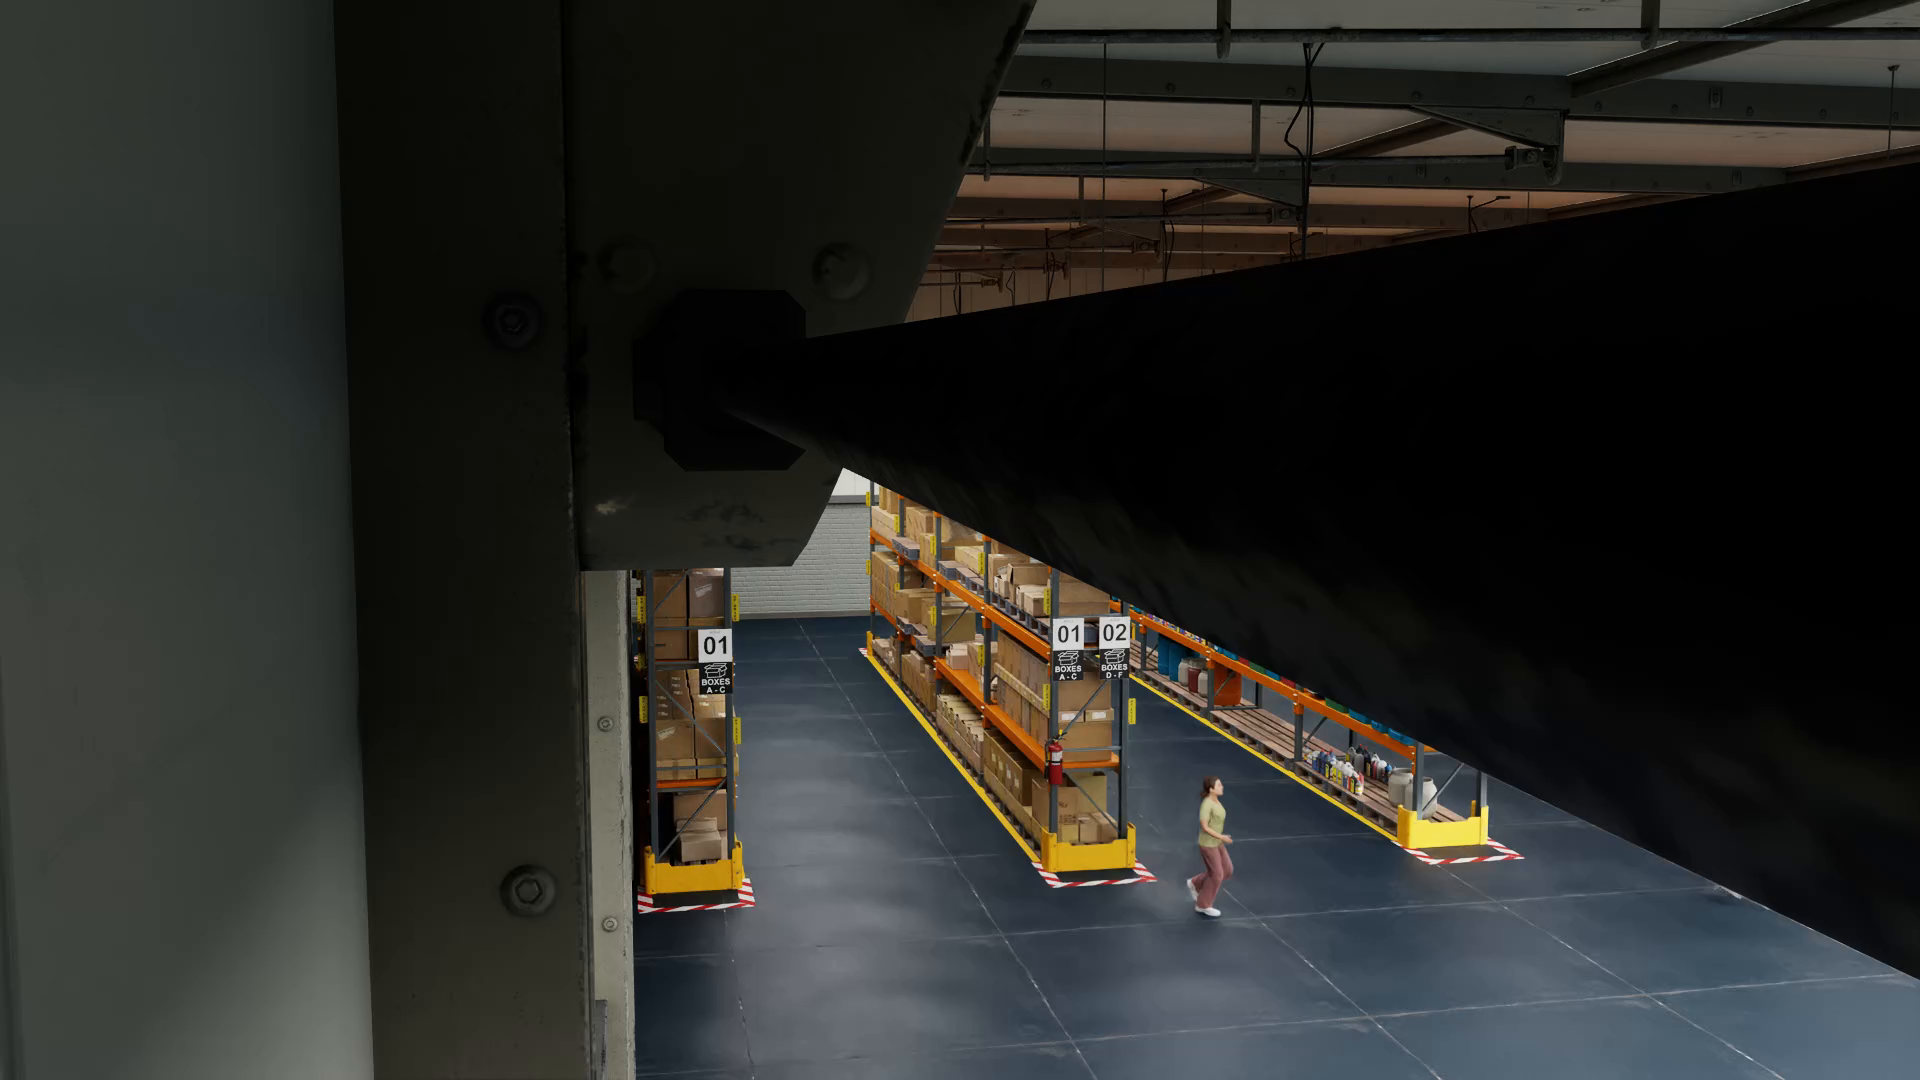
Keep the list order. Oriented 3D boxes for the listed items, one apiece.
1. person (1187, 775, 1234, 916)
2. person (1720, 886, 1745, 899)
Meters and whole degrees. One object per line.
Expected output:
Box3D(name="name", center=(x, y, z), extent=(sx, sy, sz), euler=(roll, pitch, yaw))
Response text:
Box3D(name="person", center=(2.901, 3.520, 19.247), extent=(0.569, 1.633, 0.614), euler=(2, 6, 20))
Box3D(name="person", center=(9.405, 3.457, 19.551), extent=(0.751, 1.743, 0.600), euler=(3, 6, 23))
